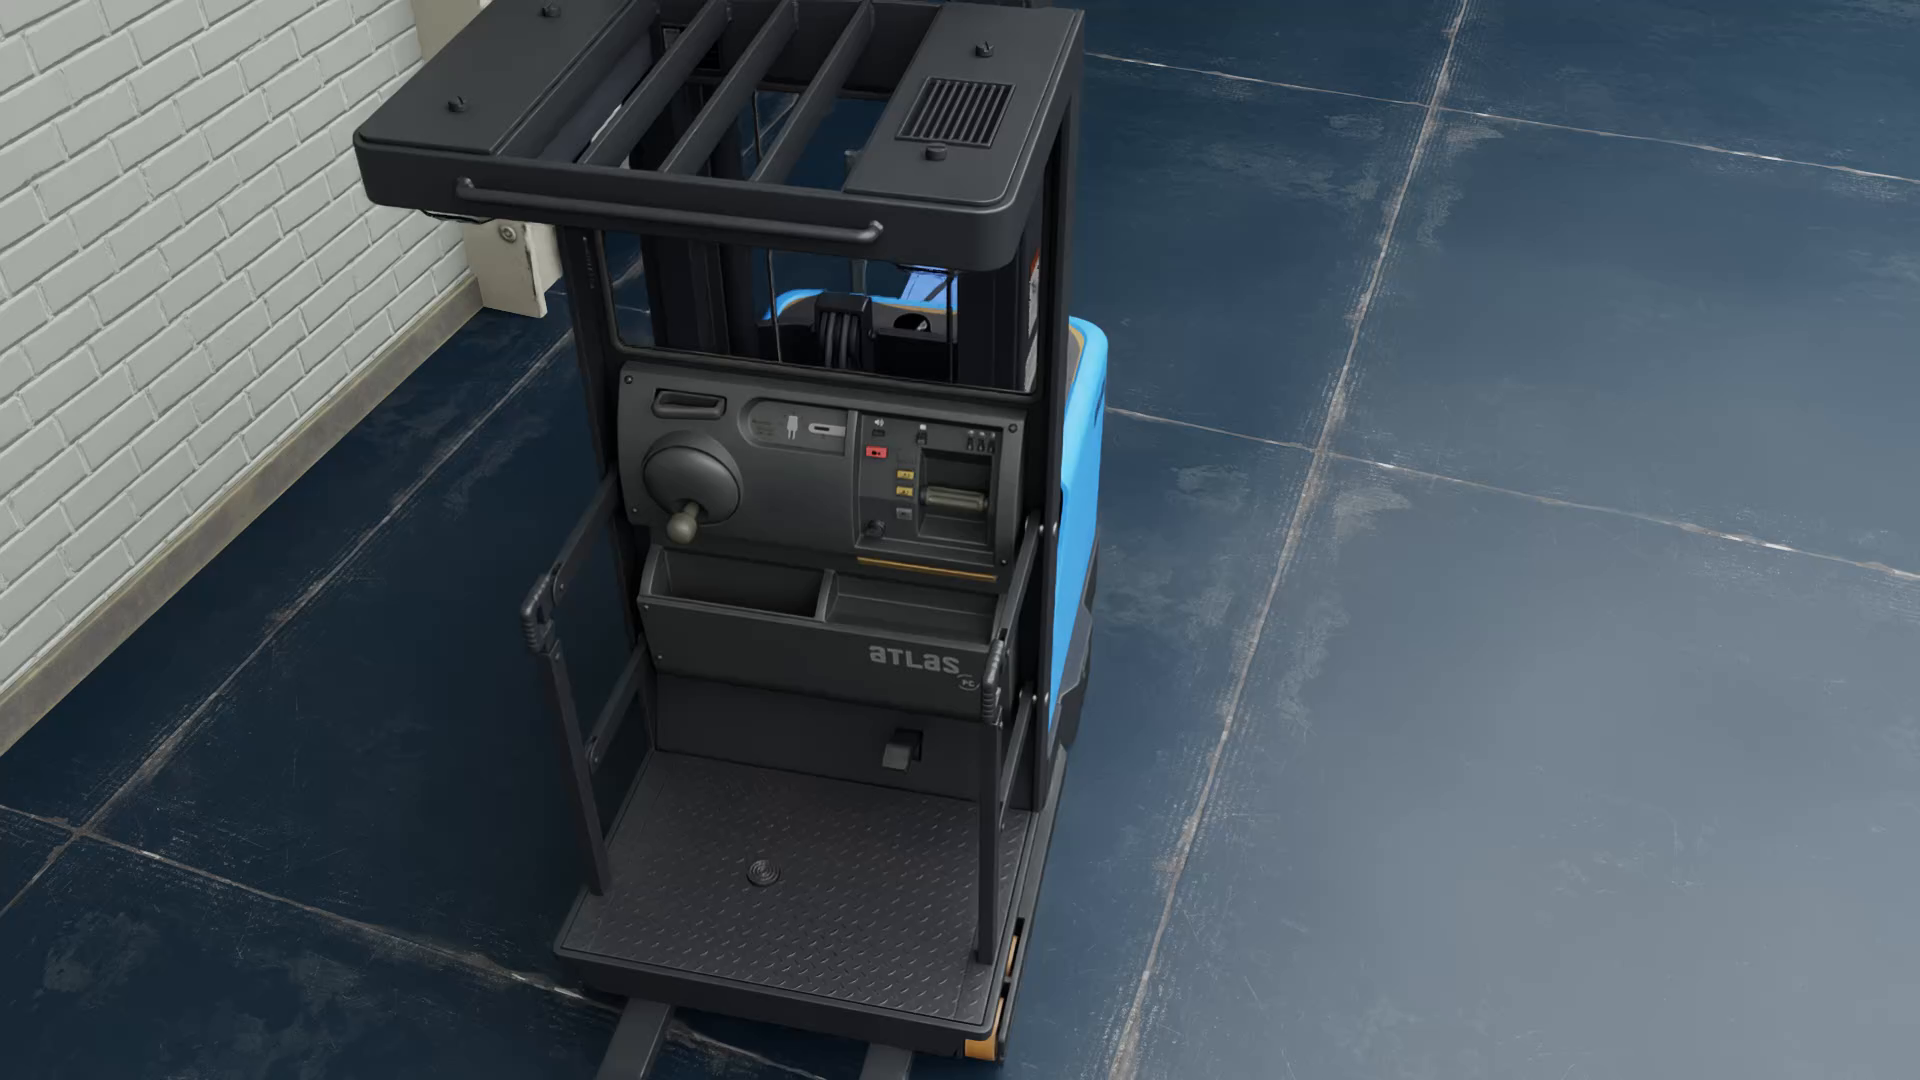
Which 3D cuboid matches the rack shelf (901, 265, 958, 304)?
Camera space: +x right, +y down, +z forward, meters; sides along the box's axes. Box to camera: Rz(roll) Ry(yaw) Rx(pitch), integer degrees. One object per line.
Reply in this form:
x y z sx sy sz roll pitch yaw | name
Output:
0.024 -0.691 5.682 0.538 0.185 1.000 8 41 9 | rack shelf

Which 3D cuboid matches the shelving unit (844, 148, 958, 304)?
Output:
0.024 -0.828 5.565 0.538 1.500 1.048 8 41 9 | shelving unit

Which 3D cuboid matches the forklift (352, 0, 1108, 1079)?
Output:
-0.363 -0.072 3.576 1.130 2.935 3.031 8 41 9 | forklift

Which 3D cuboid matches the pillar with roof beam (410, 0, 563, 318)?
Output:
2.251 -3.531 2.955 9.100 9.000 0.400 13 42 15 | pillar with roof beam

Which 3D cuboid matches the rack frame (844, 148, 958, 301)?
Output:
-0.081 -0.505 5.186 0.500 1.500 0.032 8 41 9 | rack frame
